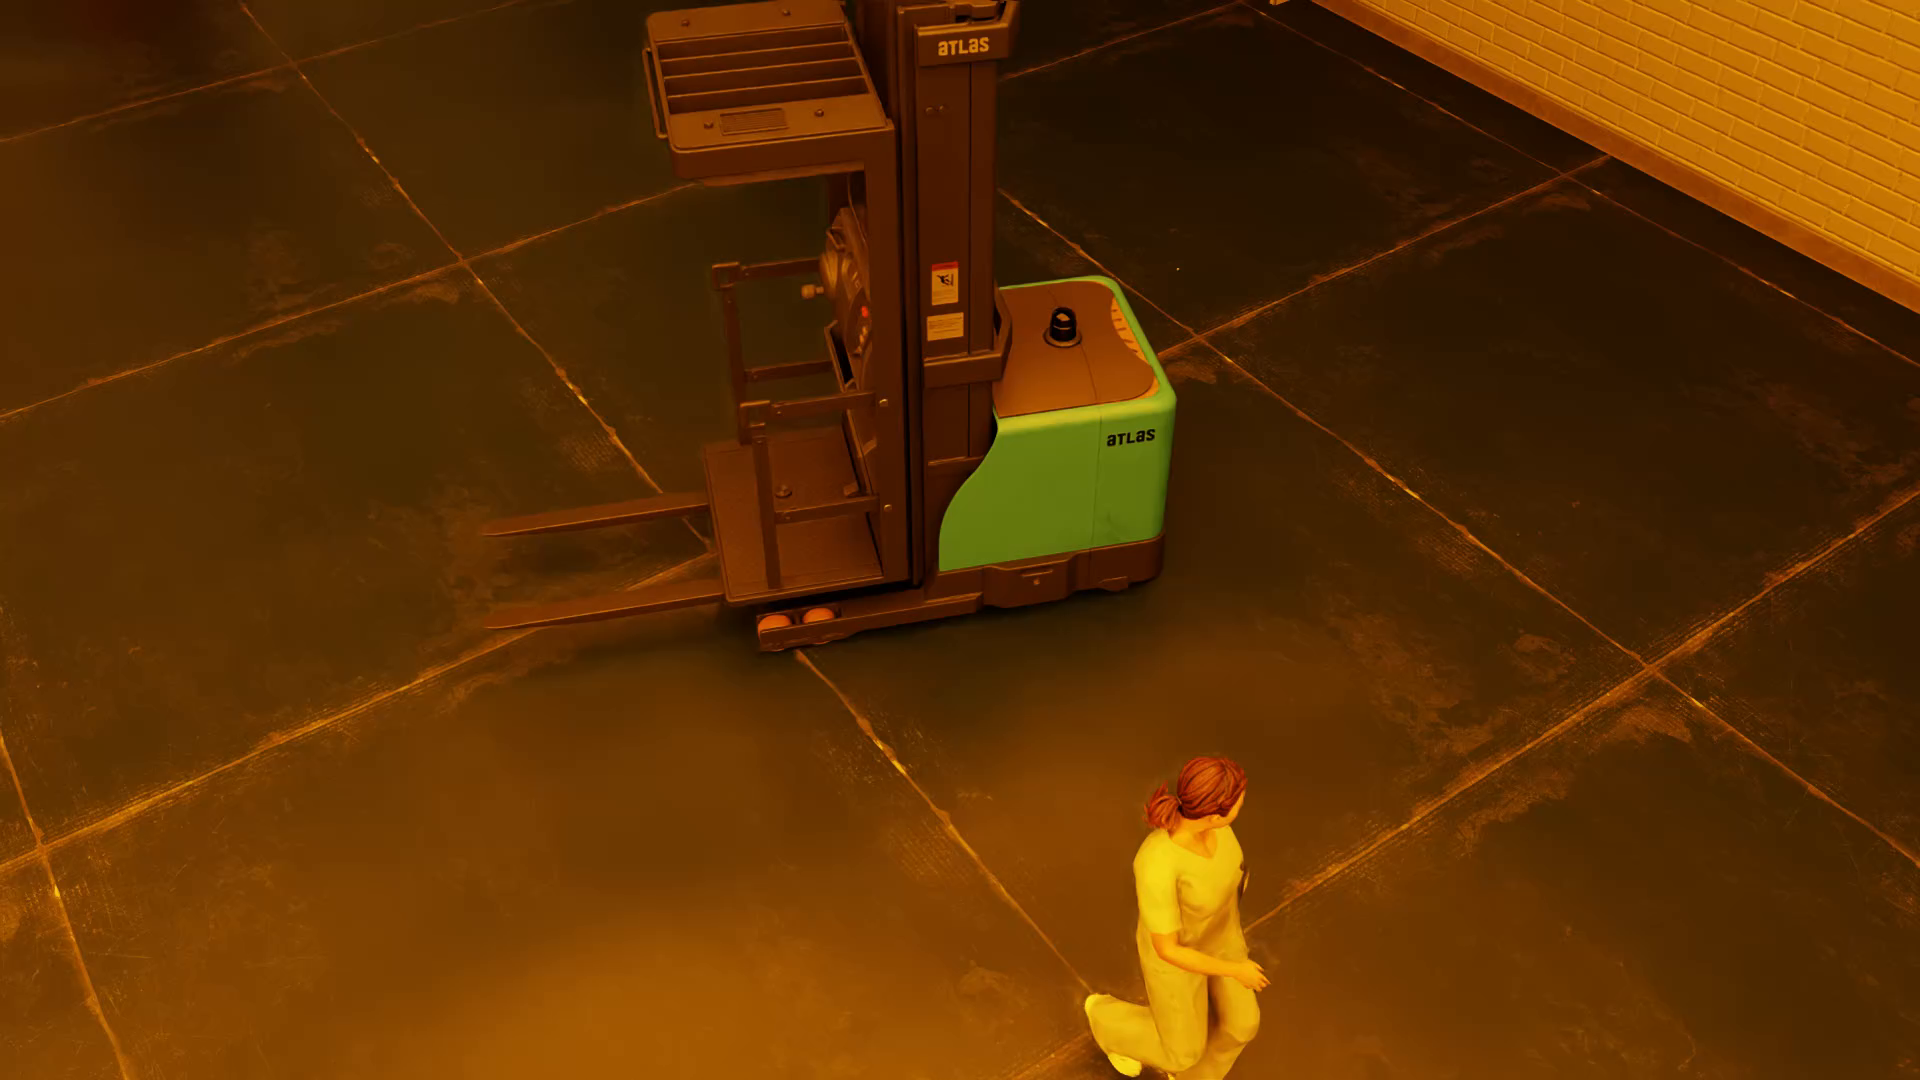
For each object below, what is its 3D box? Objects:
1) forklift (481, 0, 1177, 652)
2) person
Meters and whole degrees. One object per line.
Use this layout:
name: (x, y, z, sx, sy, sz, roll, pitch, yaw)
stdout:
forklift: (-0.644, -0.980, 6.779, 3.031, 2.935, 1.130, -9, 43, -9)
person: (0.764, 1.257, 5.327, 0.586, 1.621, 0.606, -30, 51, -29)
